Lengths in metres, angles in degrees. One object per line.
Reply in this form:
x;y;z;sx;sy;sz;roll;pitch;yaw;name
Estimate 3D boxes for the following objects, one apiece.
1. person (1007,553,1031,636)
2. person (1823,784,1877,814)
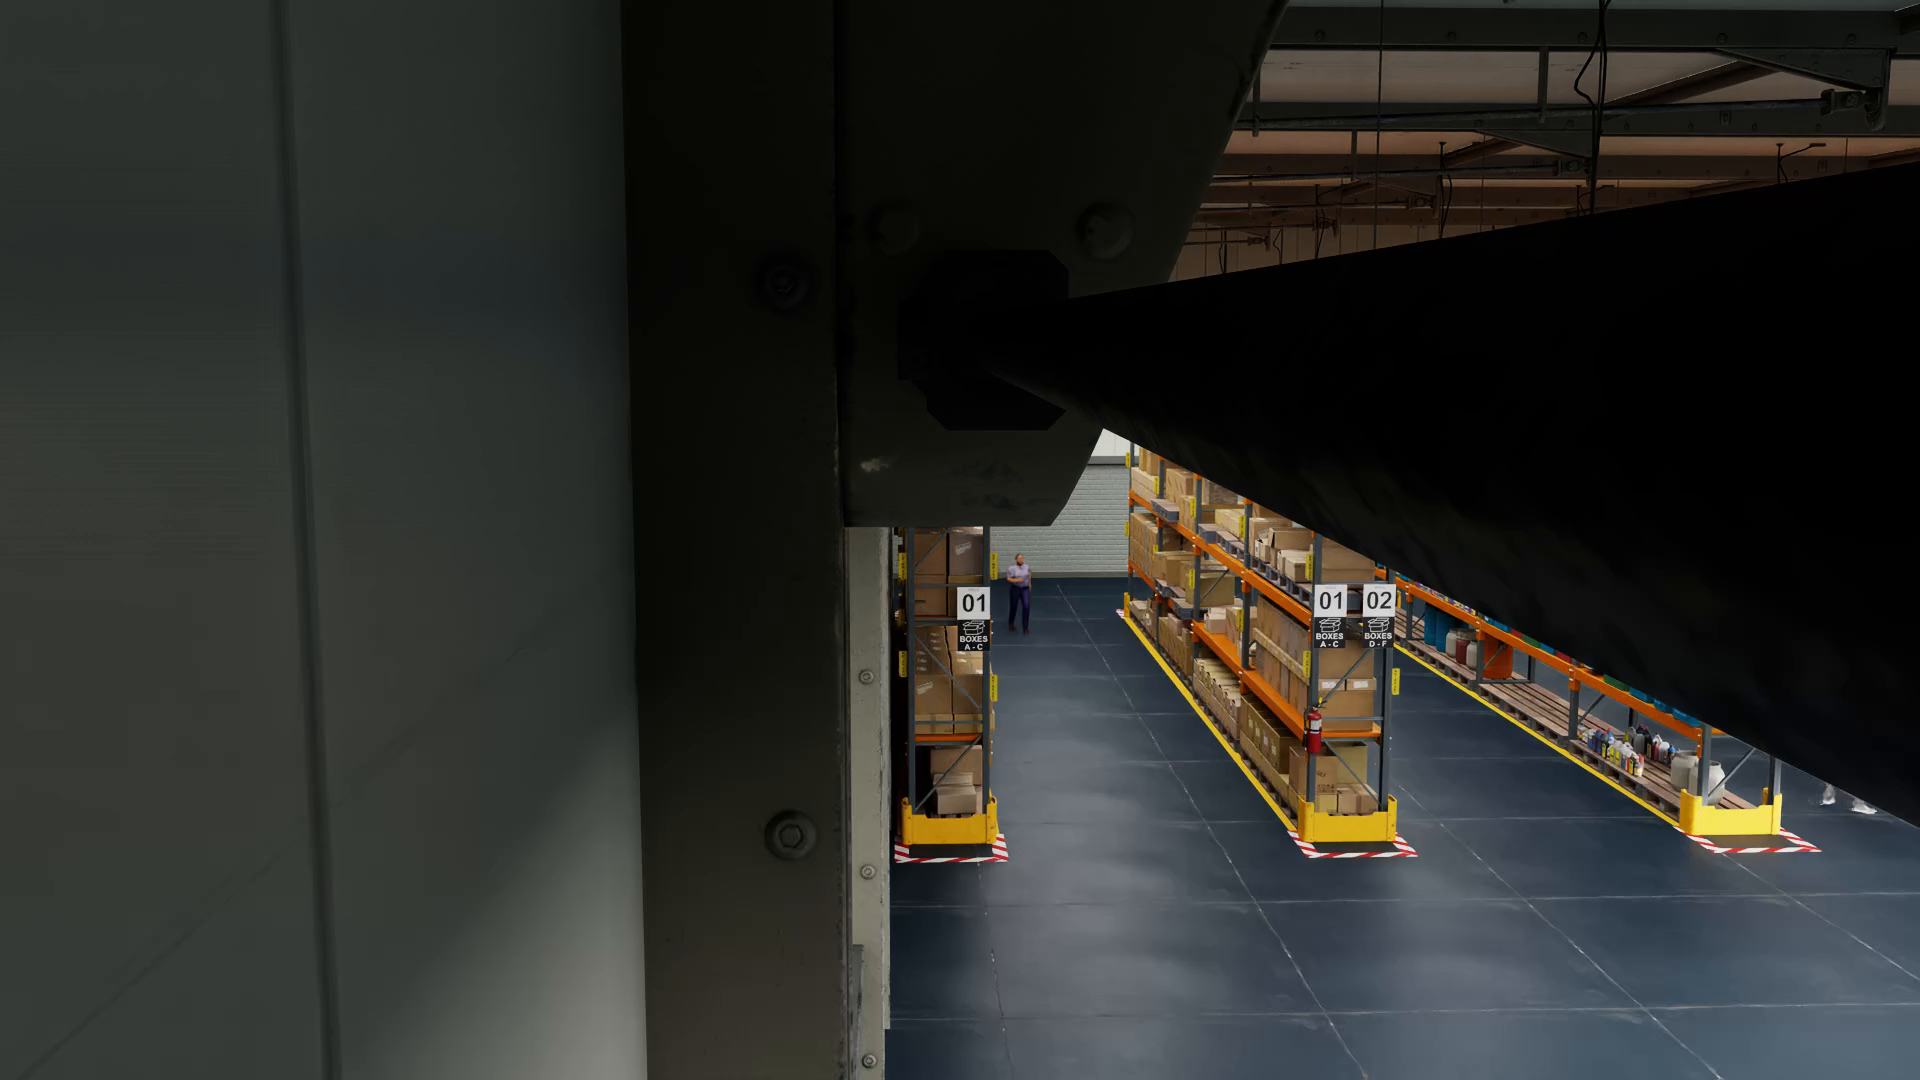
1.223;1.106;34.472;0.581;1.707;0.841;-2;8;-13;person
11.815;2.796;21.807;0.765;1.534;0.609;1;7;8;person
